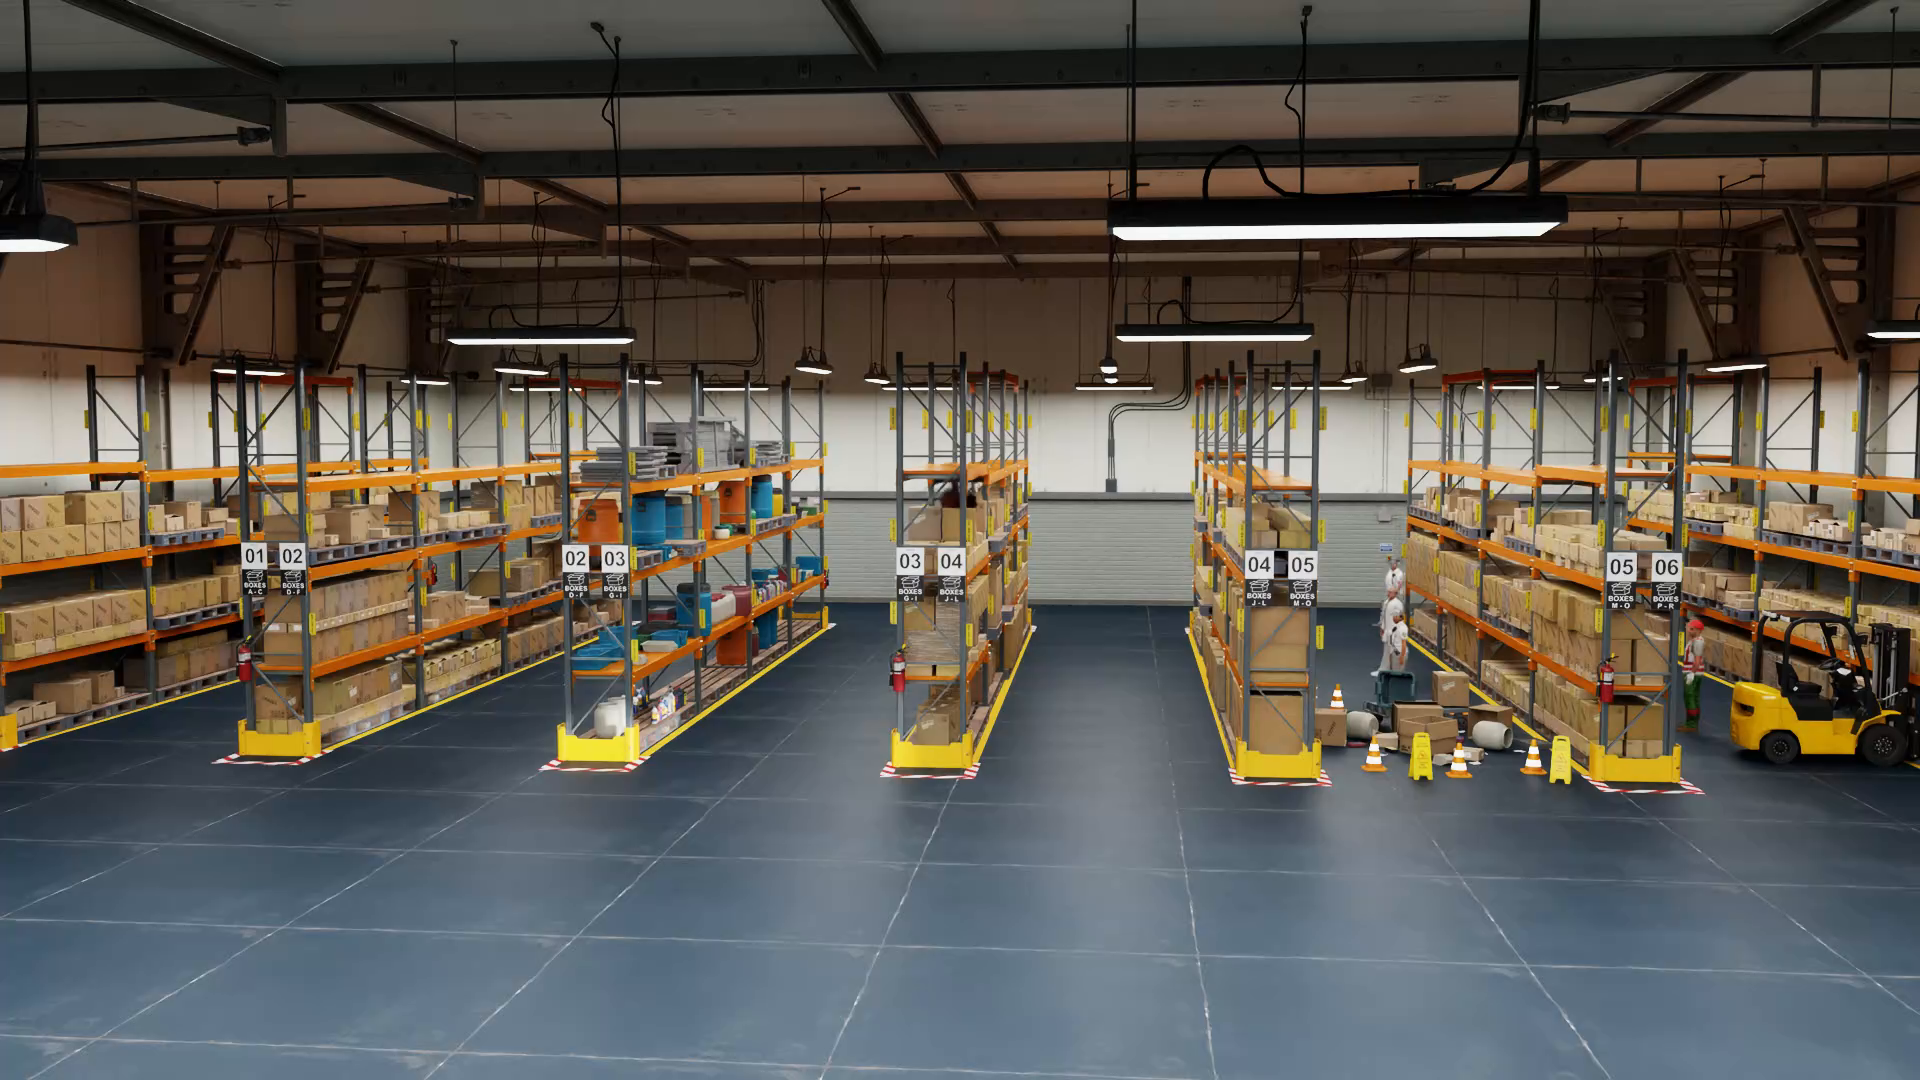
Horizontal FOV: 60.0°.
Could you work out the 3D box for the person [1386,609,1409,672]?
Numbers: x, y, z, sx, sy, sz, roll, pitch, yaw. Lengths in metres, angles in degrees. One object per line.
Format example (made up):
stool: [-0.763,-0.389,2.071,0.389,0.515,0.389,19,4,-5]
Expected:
person: [7.808,2.063,29.694,0.401,1.666,0.545,1,4,13]

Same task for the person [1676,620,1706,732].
person: [11.879,2.198,26.981,0.426,1.800,0.602,3,5,38]

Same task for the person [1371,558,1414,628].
person: [10.500,1.288,40.210,1.044,1.717,0.611,0,4,4]

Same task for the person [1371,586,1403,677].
person: [8.421,1.794,32.748,0.689,1.768,0.610,1,4,7]
